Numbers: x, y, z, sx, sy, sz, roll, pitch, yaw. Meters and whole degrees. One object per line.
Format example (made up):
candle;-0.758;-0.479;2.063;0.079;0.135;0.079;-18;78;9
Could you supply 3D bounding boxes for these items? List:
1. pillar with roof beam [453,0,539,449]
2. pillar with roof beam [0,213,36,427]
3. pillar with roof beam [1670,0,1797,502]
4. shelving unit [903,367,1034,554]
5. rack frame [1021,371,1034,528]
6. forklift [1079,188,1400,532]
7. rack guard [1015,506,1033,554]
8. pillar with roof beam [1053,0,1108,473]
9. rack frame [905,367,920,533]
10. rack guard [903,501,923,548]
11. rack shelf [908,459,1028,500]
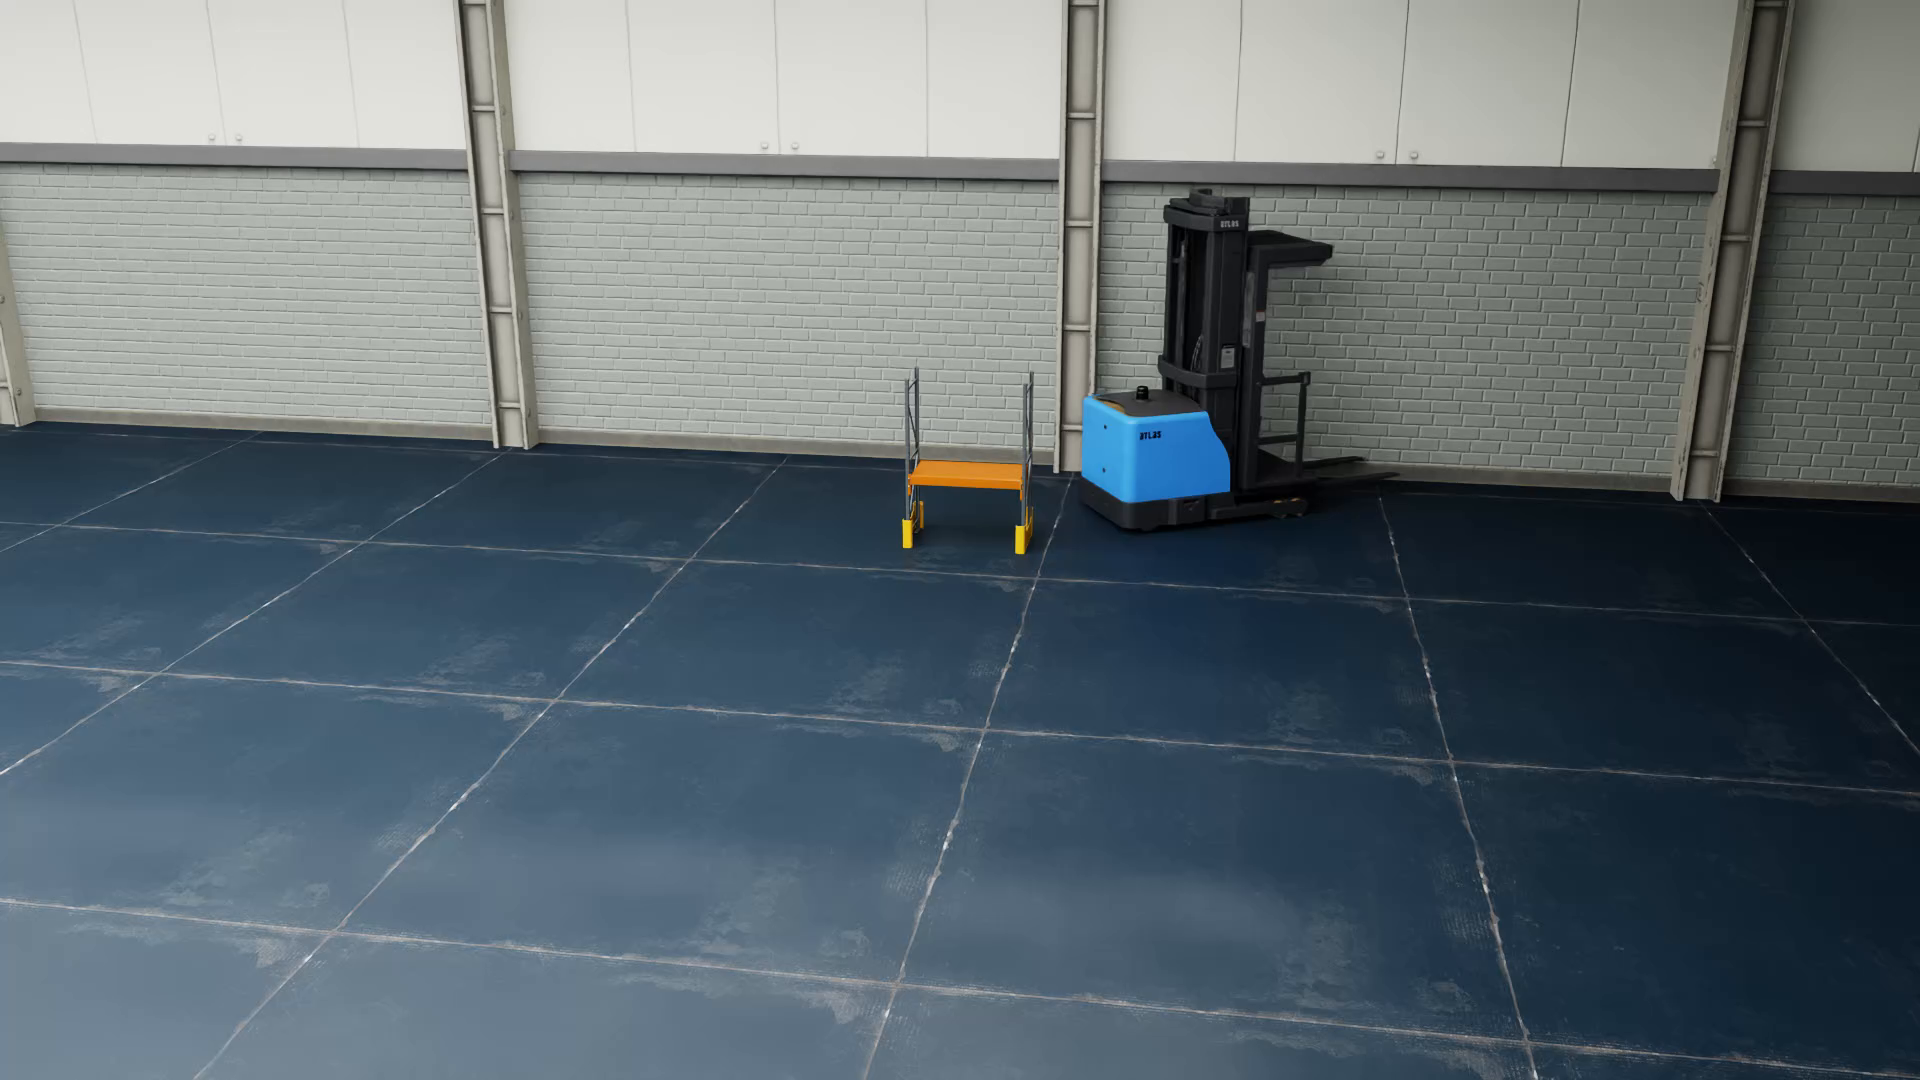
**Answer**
pillar with roof beam;-5.441;-3.941;12.399;0.400;9.000;9.100;3;19;9
pillar with roof beam;-11.365;-4.243;13.302;0.400;9.000;9.100;3;19;9
pillar with roof beam;6.407;-3.337;10.594;0.400;9.000;9.100;3;19;9
shelving unit;0.075;-0.707;14.554;1.083;1.500;0.587;3;19;9
rack frame;0.586;-0.681;14.476;0.032;1.500;0.500;3;19;9
forklift;2.699;-1.738;15.379;3.031;2.935;1.130;-7;20;-20
rack guard;0.567;-0.090;14.677;0.087;0.250;0.587;3;19;9
pillar with roof beam;0.483;-3.639;11.497;0.400;9.000;9.100;3;19;9
rack frame;-0.418;-0.733;14.629;0.032;1.500;0.500;3;19;9
rack guard;-0.416;-0.140;14.827;0.087;0.250;0.587;3;19;9
rack shelf;0.084;-0.536;14.609;1.000;0.185;0.538;3;19;9
